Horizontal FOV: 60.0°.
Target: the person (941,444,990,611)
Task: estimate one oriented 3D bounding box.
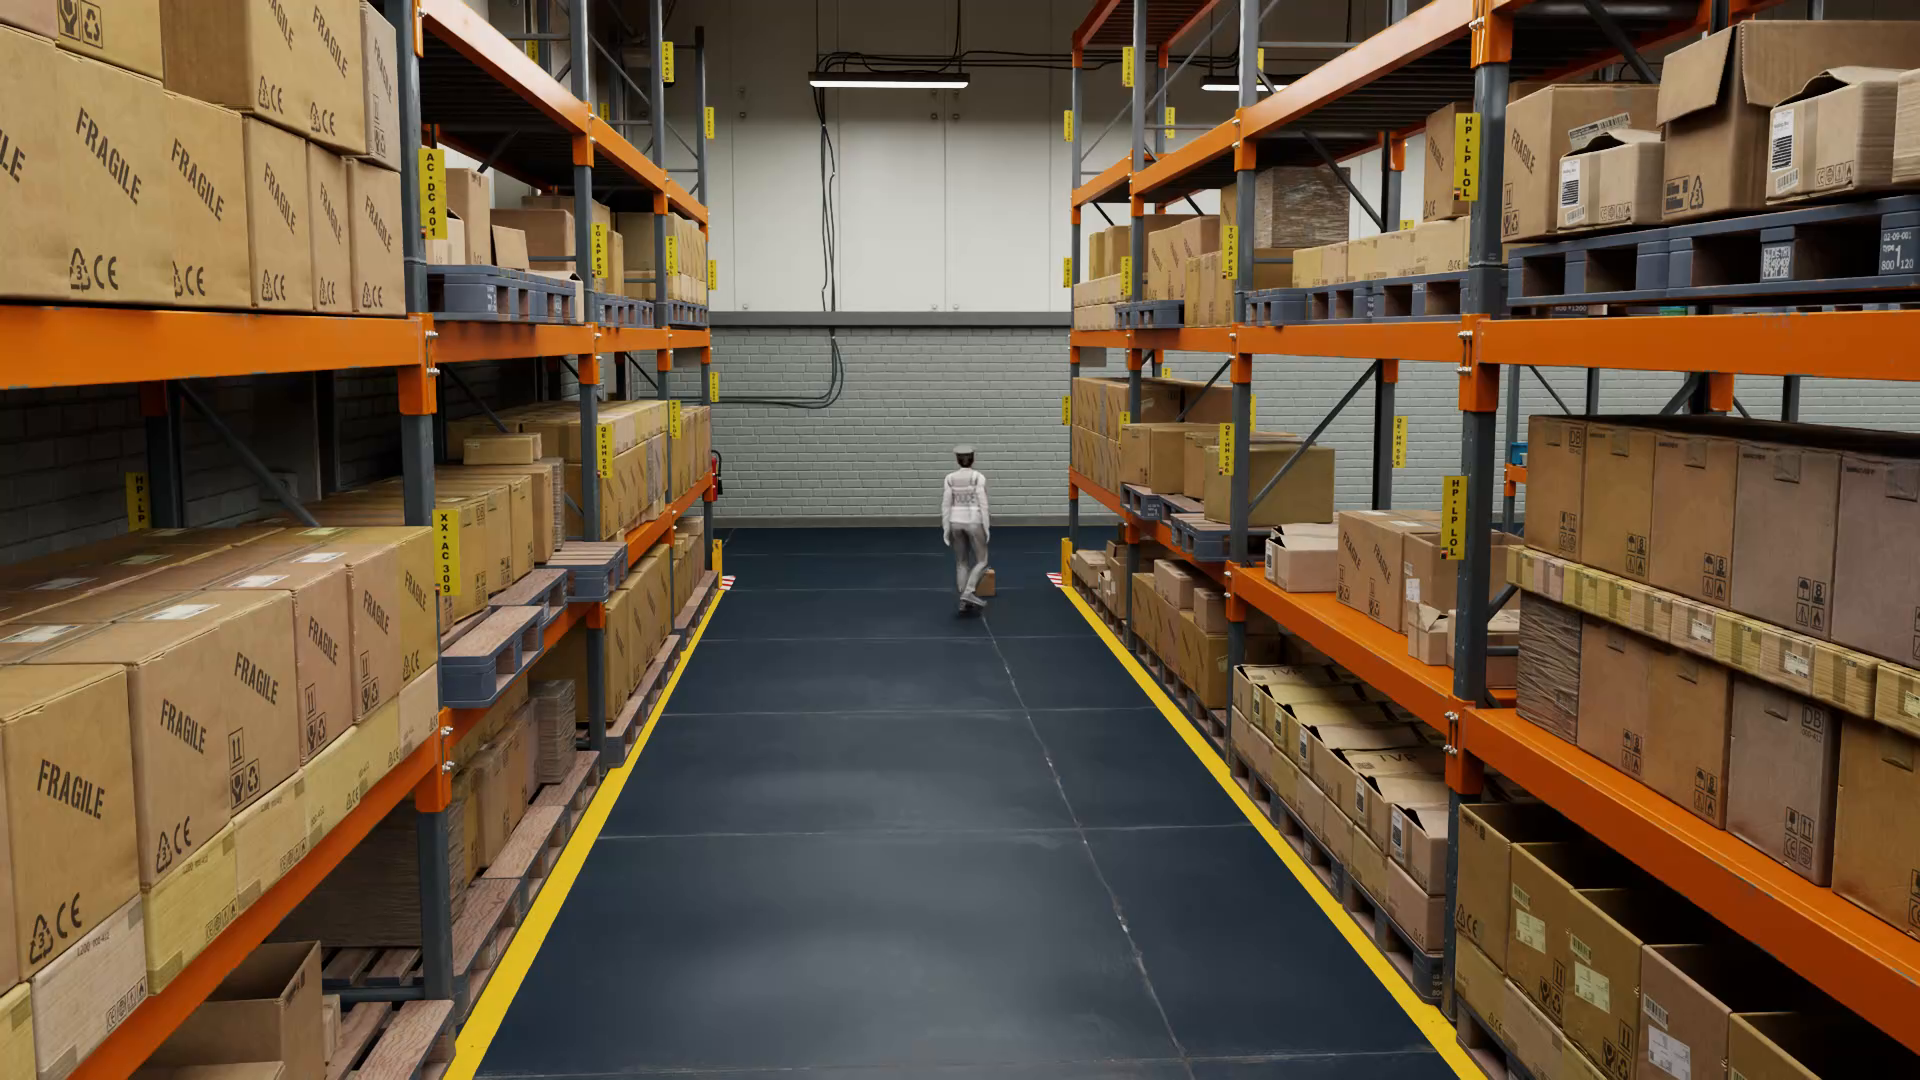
[{"bbox_3d":[0.048,-0.107,16.569,0.534,1.670,0.535,3,8,22],"label":"person"}]
